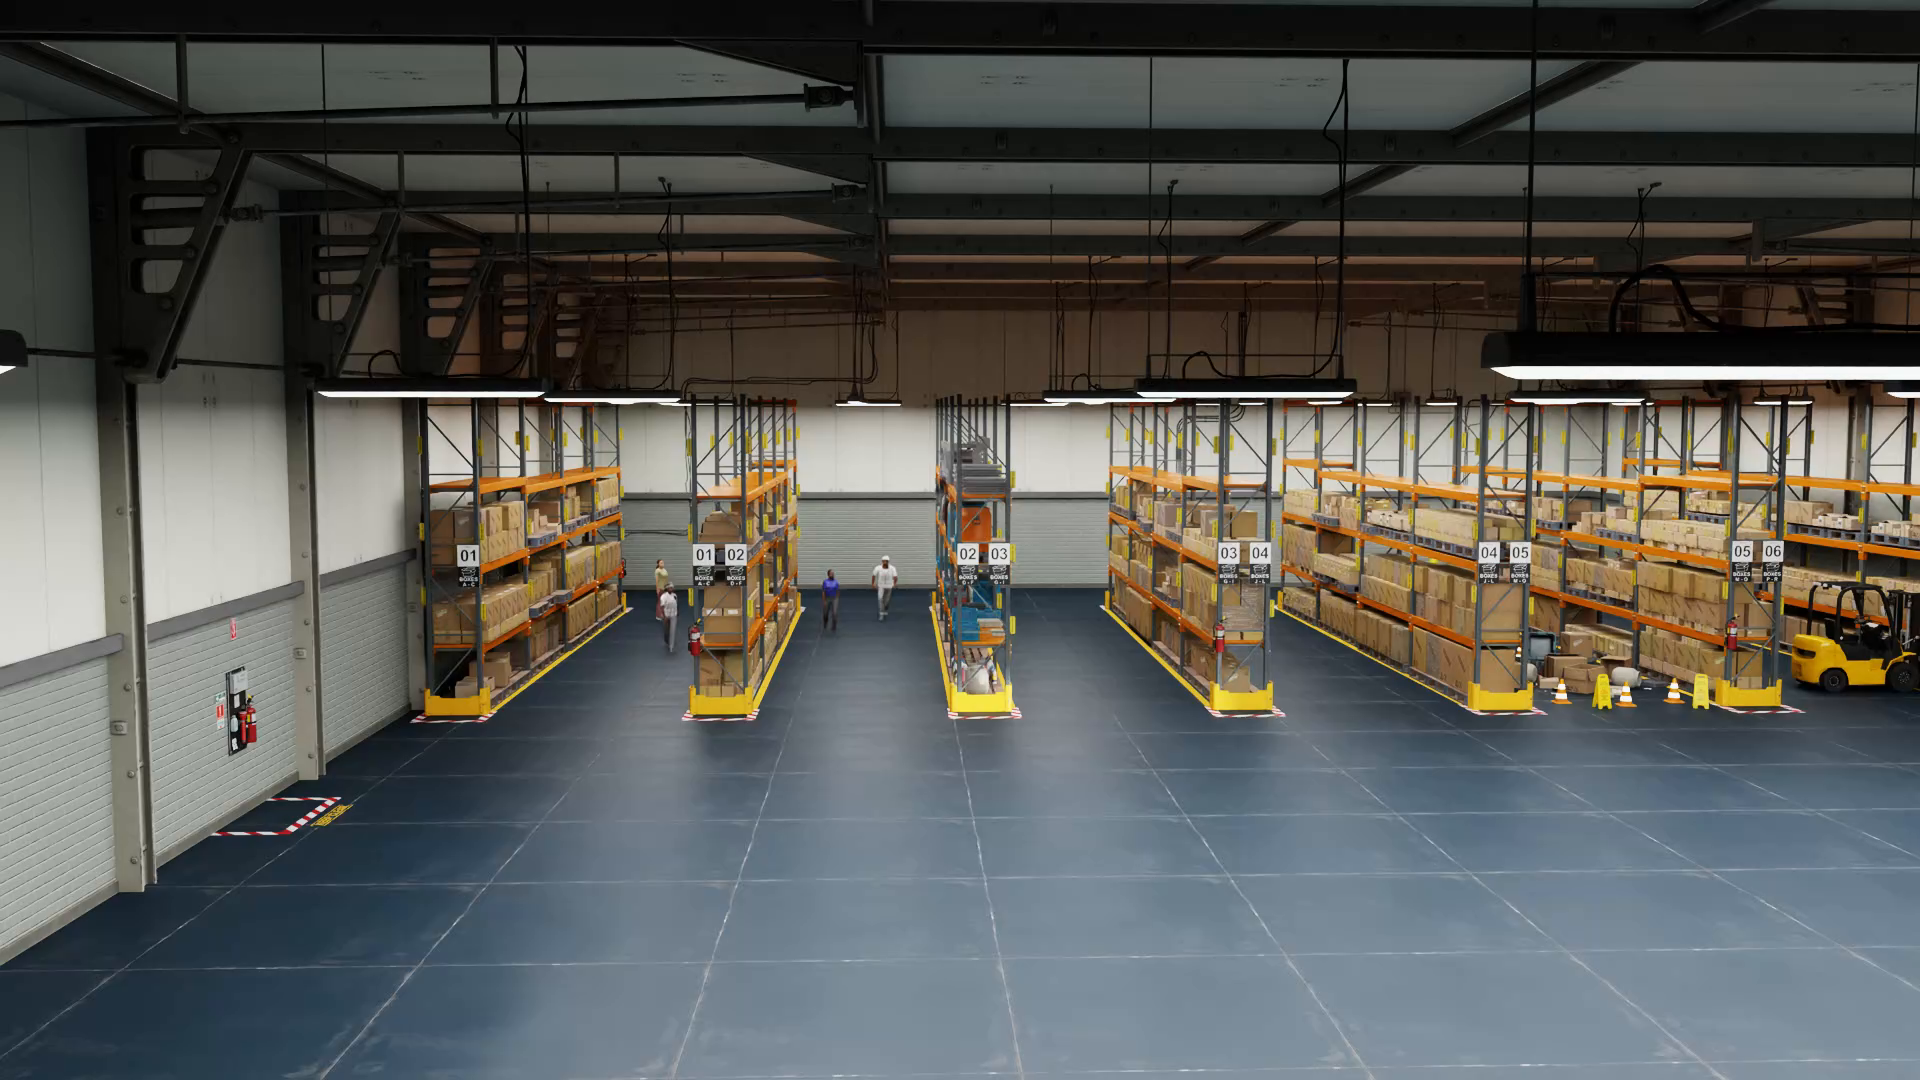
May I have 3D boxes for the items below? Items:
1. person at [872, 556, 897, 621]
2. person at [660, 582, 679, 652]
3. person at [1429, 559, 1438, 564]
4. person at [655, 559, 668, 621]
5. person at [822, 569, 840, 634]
[{"bbox_3d":[-2.061,1.294,45.459,0.690,1.745,1.003,0,4,-2],"label":"person"},{"bbox_3d":[-6.859,1.803,39.325,0.428,1.650,0.920,-1,5,-7],"label":"person"},{"bbox_3d":[12.572,1.366,44.273,0.437,1.769,0.629,1,5,10],"label":"person"},{"bbox_3d":[-8.104,1.345,45.176,0.372,1.680,0.478,1,5,10],"label":"person"},{"bbox_3d":[-3.289,1.557,42.489,0.446,1.622,0.665,0,5,-6],"label":"person"}]
